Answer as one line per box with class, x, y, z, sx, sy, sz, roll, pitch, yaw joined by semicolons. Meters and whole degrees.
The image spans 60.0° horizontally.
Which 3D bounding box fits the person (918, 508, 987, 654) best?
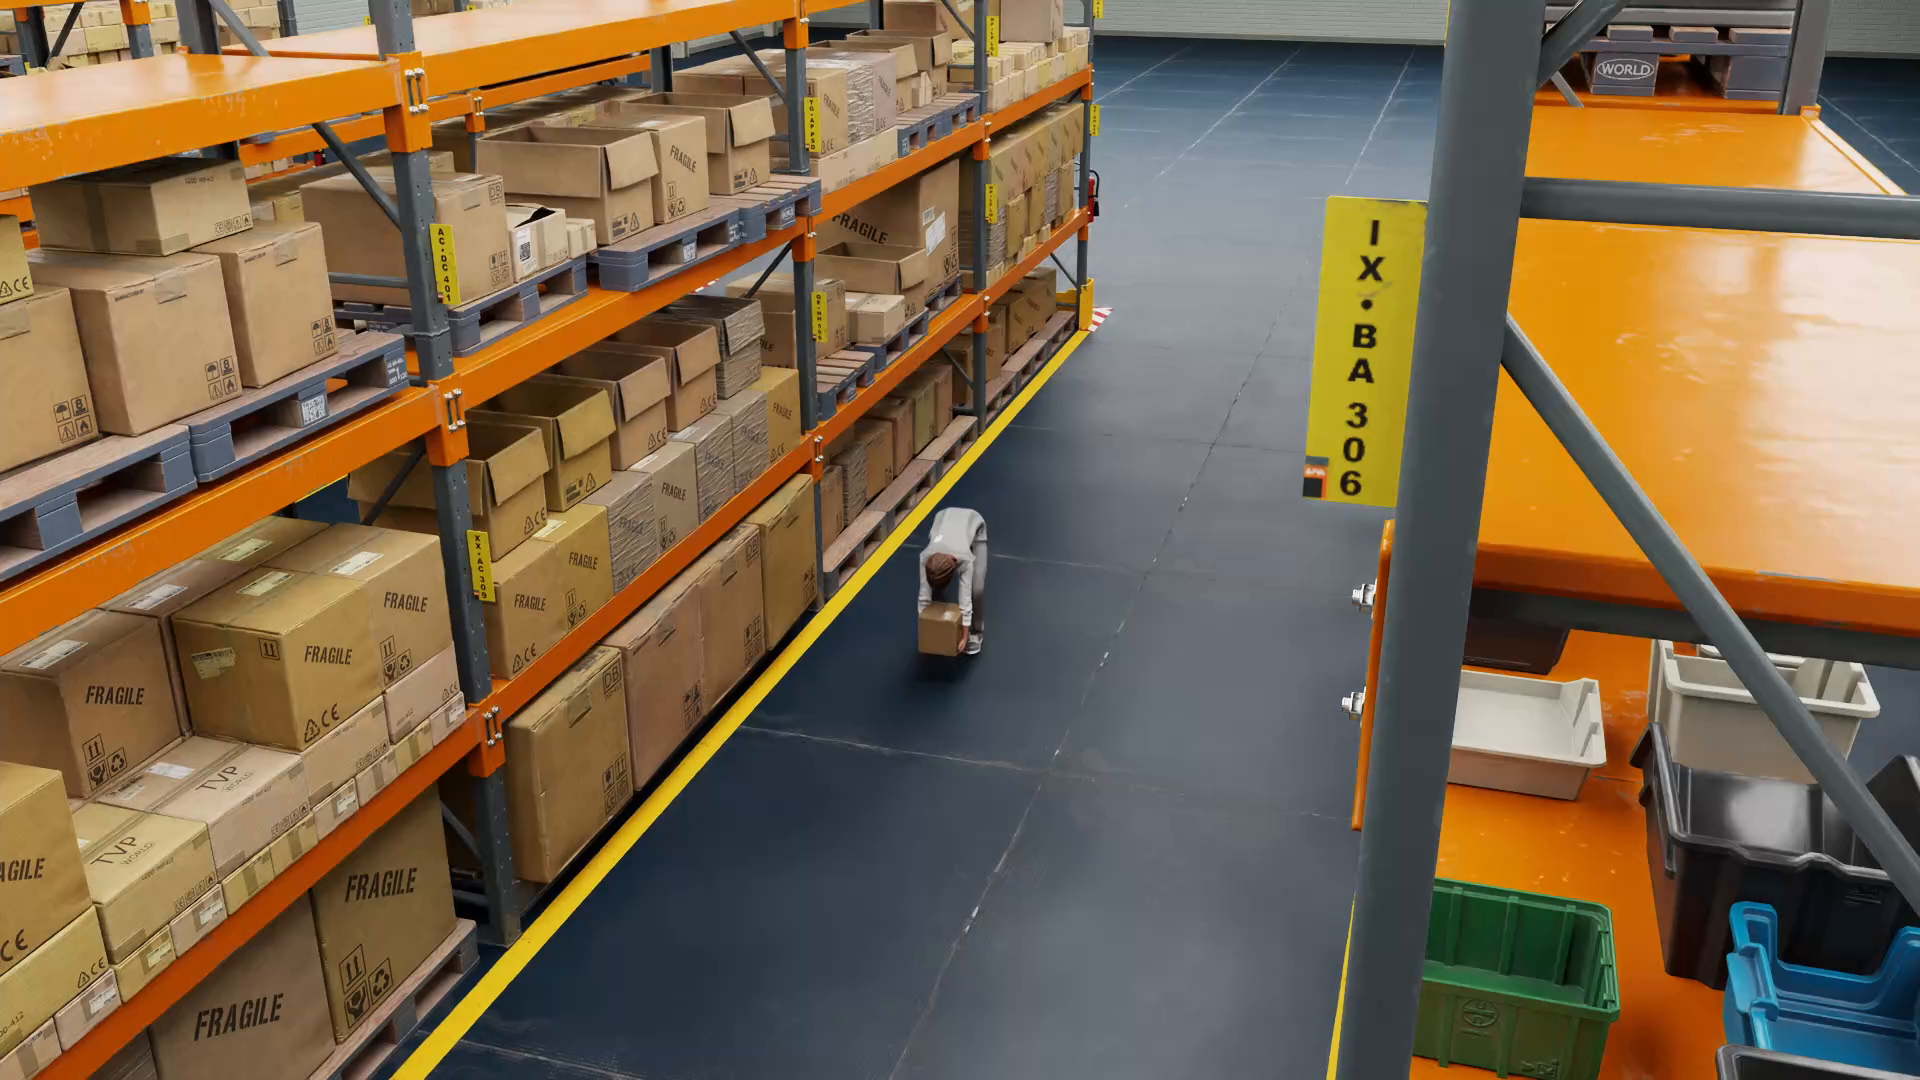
person;-0.063;0.323;10.657;0.409;0.960;0.868;6;23;13
